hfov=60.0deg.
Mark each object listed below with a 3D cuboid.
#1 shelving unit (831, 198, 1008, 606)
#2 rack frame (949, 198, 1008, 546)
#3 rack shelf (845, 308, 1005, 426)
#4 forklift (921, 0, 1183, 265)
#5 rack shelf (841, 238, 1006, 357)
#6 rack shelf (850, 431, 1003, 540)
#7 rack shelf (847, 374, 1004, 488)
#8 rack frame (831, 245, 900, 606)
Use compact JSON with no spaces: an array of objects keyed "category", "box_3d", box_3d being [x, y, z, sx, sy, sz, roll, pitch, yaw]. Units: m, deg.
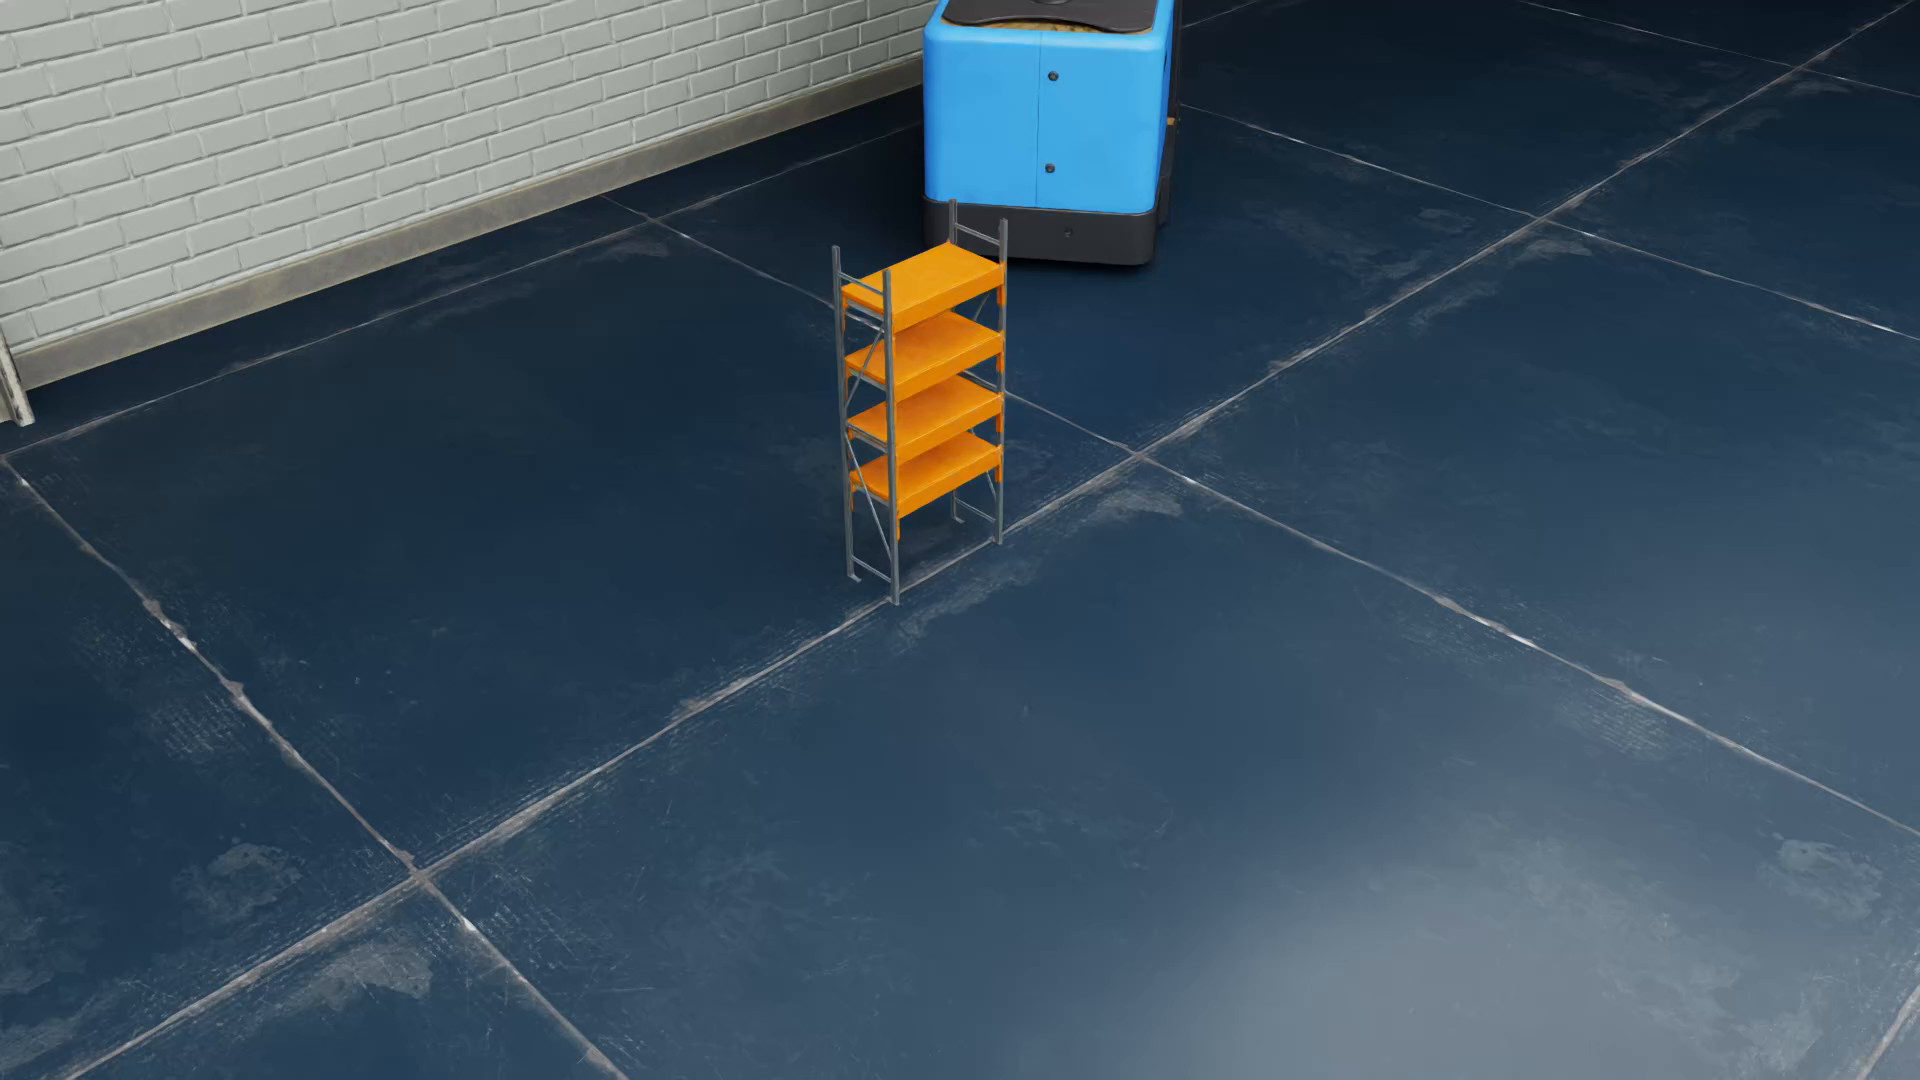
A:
[{"category":"shelving unit","box_3d":[-0.117,-0.425,5.310,0.258,1.200,0.503,30,45,35]},{"category":"rack frame","box_3d":[0.055,-0.524,5.452,0.240,1.200,0.015,30,45,35]},{"category":"rack shelf","box_3d":[-0.117,-0.553,5.221,0.258,0.148,0.480,30,45,35]},{"category":"forklift","box_3d":[0.568,-3.253,7.853,1.130,2.935,3.031,5,35,7]},{"category":"rack shelf","box_3d":[-0.117,-0.747,5.086,0.258,0.148,0.480,30,45,35]},{"category":"rack shelf","box_3d":[-0.117,-0.207,5.462,0.258,0.148,0.480,30,45,35]},{"category":"rack shelf","box_3d":[-0.117,-0.370,5.349,0.258,0.148,0.480,30,45,35]},{"category":"rack frame","box_3d":[-0.289,-0.326,5.168,0.240,1.200,0.015,30,45,35]}]
